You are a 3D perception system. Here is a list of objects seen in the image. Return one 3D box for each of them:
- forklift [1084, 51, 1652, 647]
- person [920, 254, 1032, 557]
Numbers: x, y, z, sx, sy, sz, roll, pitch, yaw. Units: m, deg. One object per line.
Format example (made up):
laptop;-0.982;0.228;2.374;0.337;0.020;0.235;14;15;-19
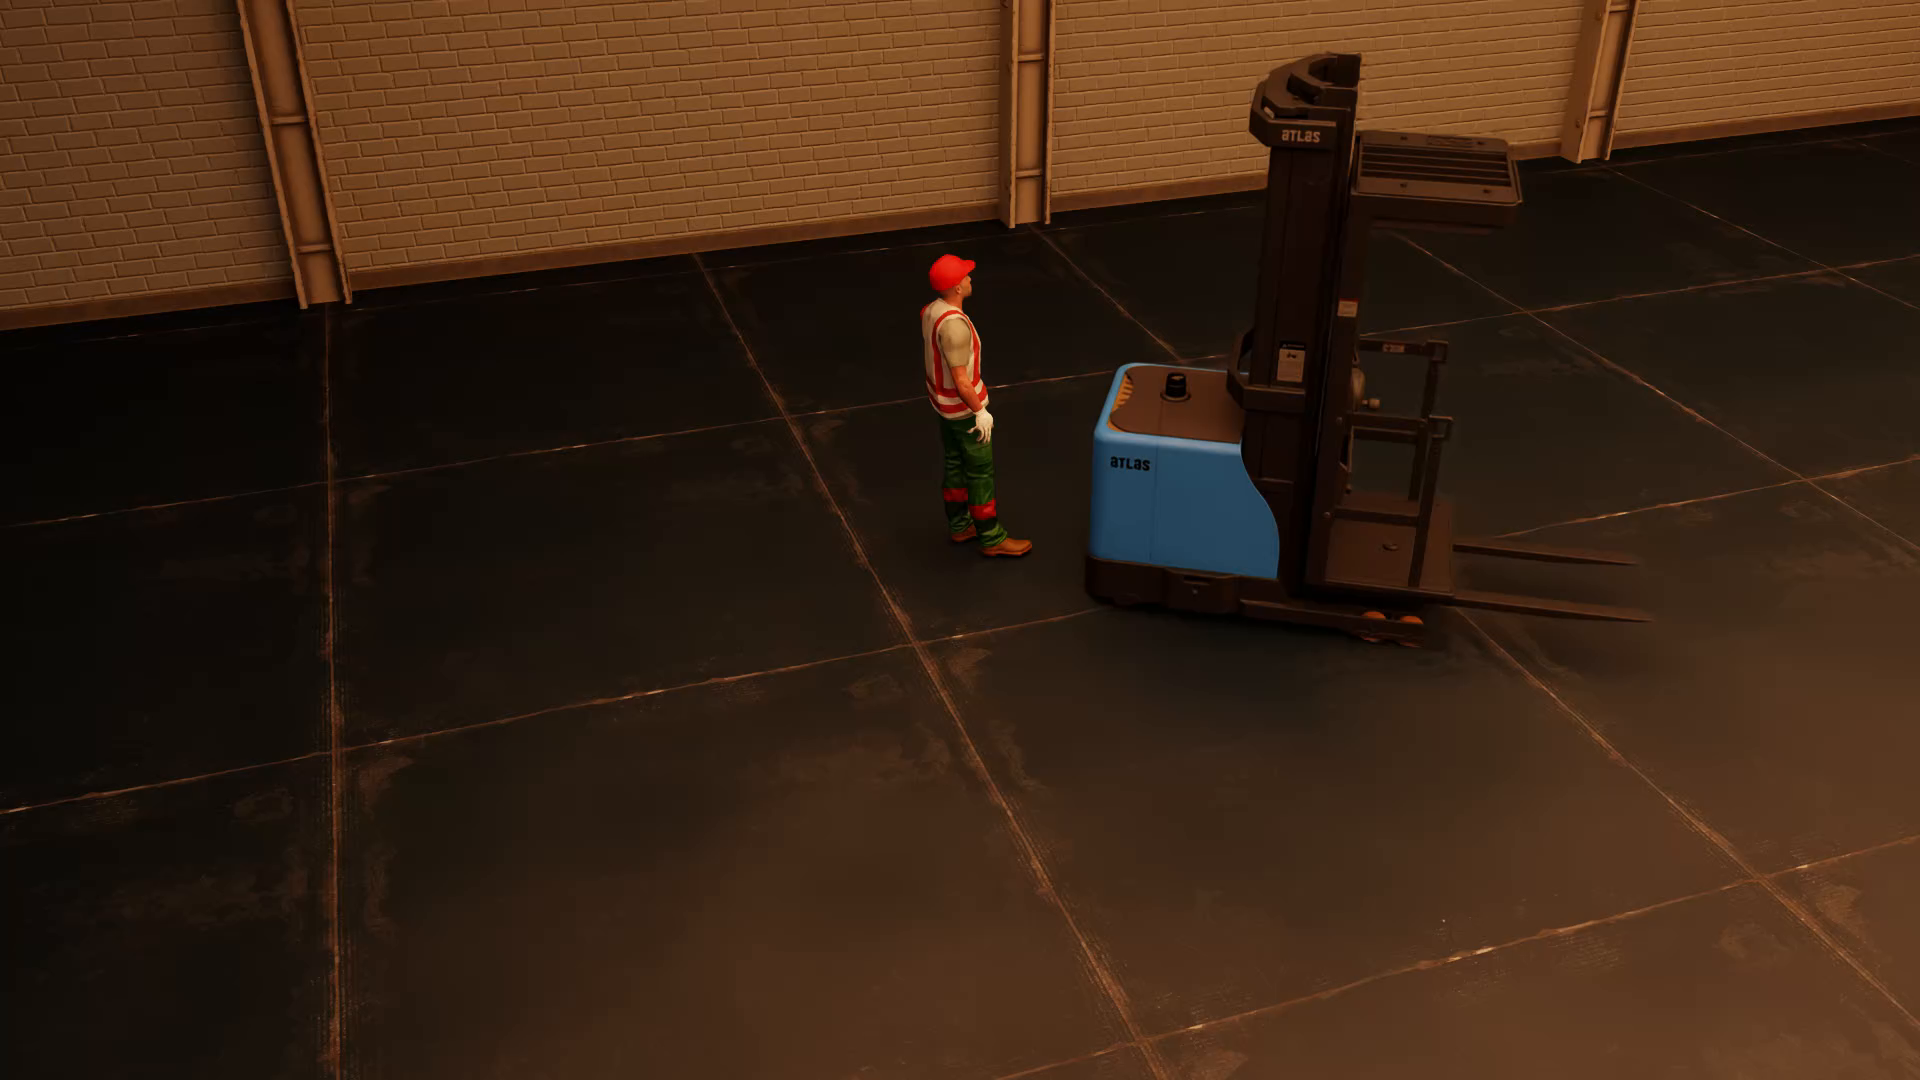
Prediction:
forklift;2.277;-0.984;8.797;3.031;2.935;1.130;7;31;11
person;0.079;-0.787;9.590;0.564;1.782;0.638;-10;31;-16
